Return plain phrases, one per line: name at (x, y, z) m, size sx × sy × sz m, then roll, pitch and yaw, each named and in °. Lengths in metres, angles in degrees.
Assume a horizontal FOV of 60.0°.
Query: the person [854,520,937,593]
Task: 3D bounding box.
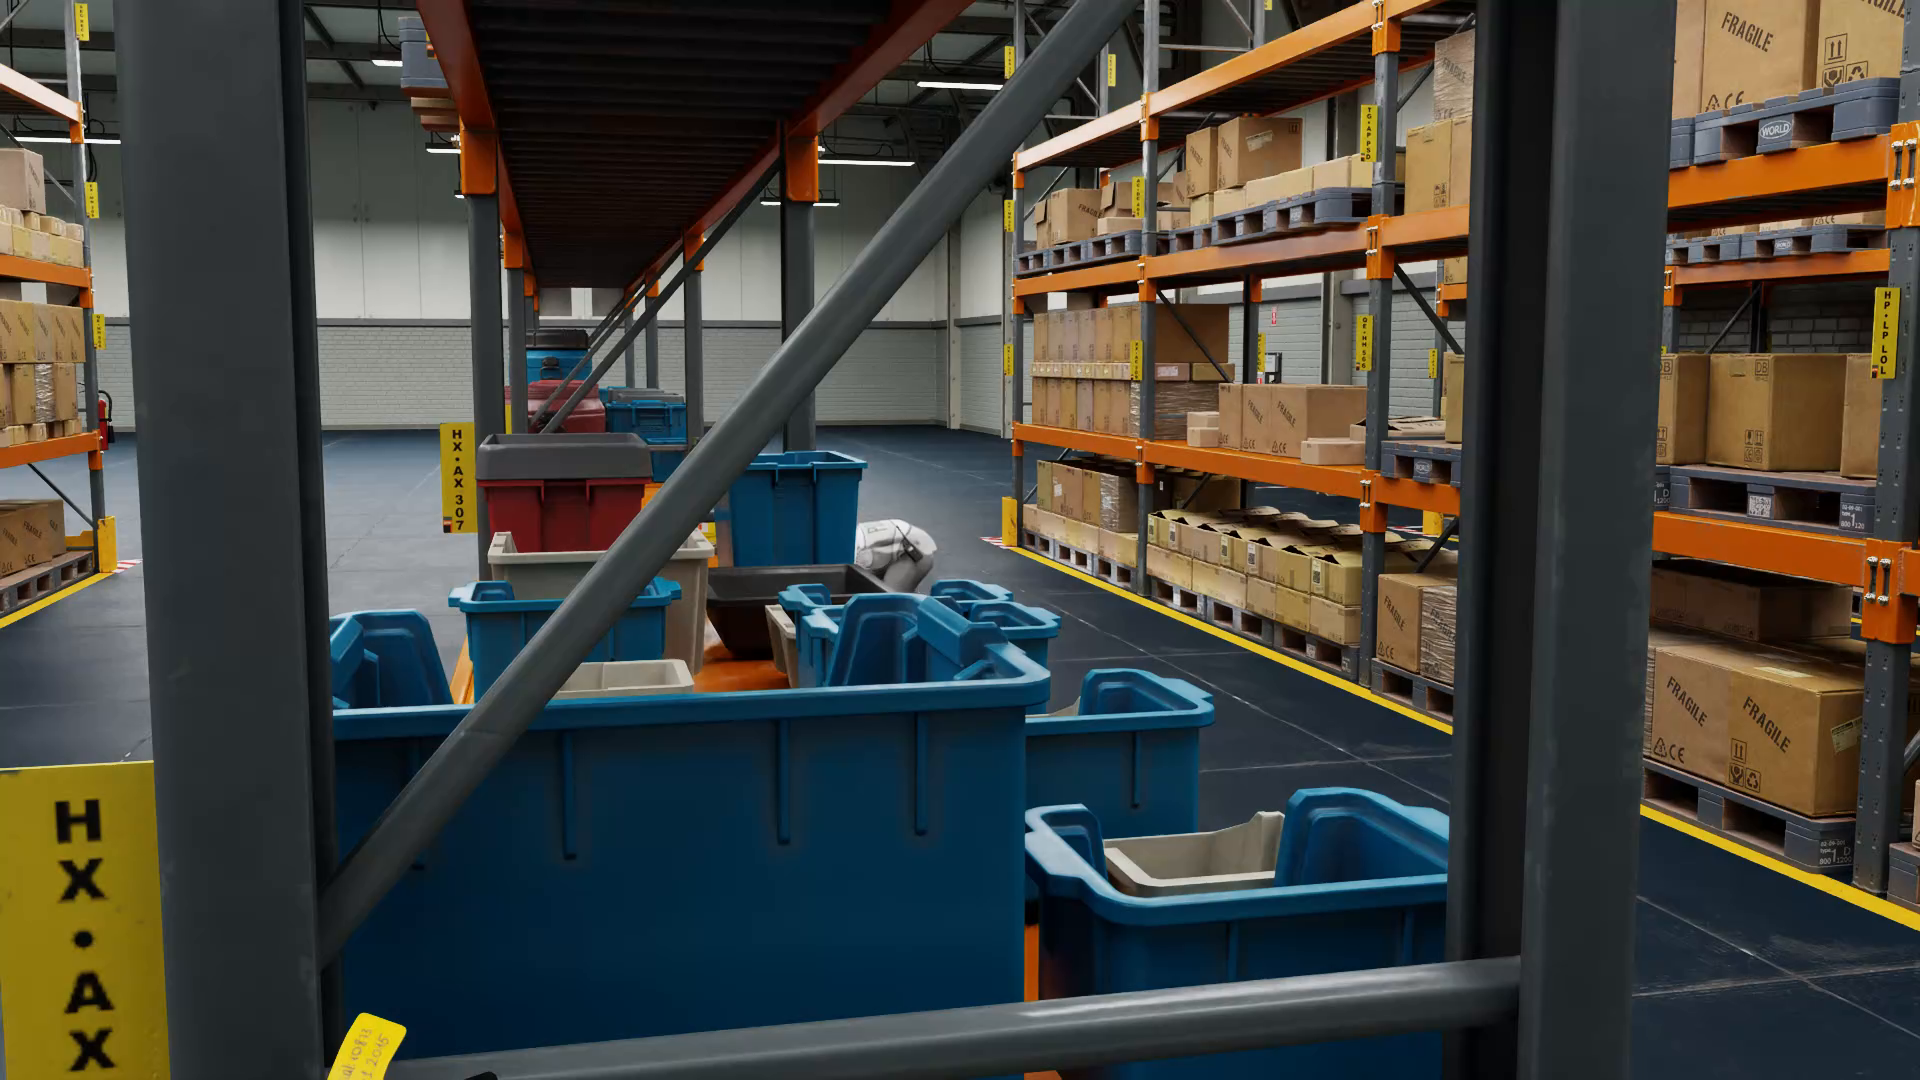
person at (-0.607, 0.390, 10.135) m, size 0.934 × 1.009 × 0.423 m, roll -2°, pitch 6°, yaw -16°
